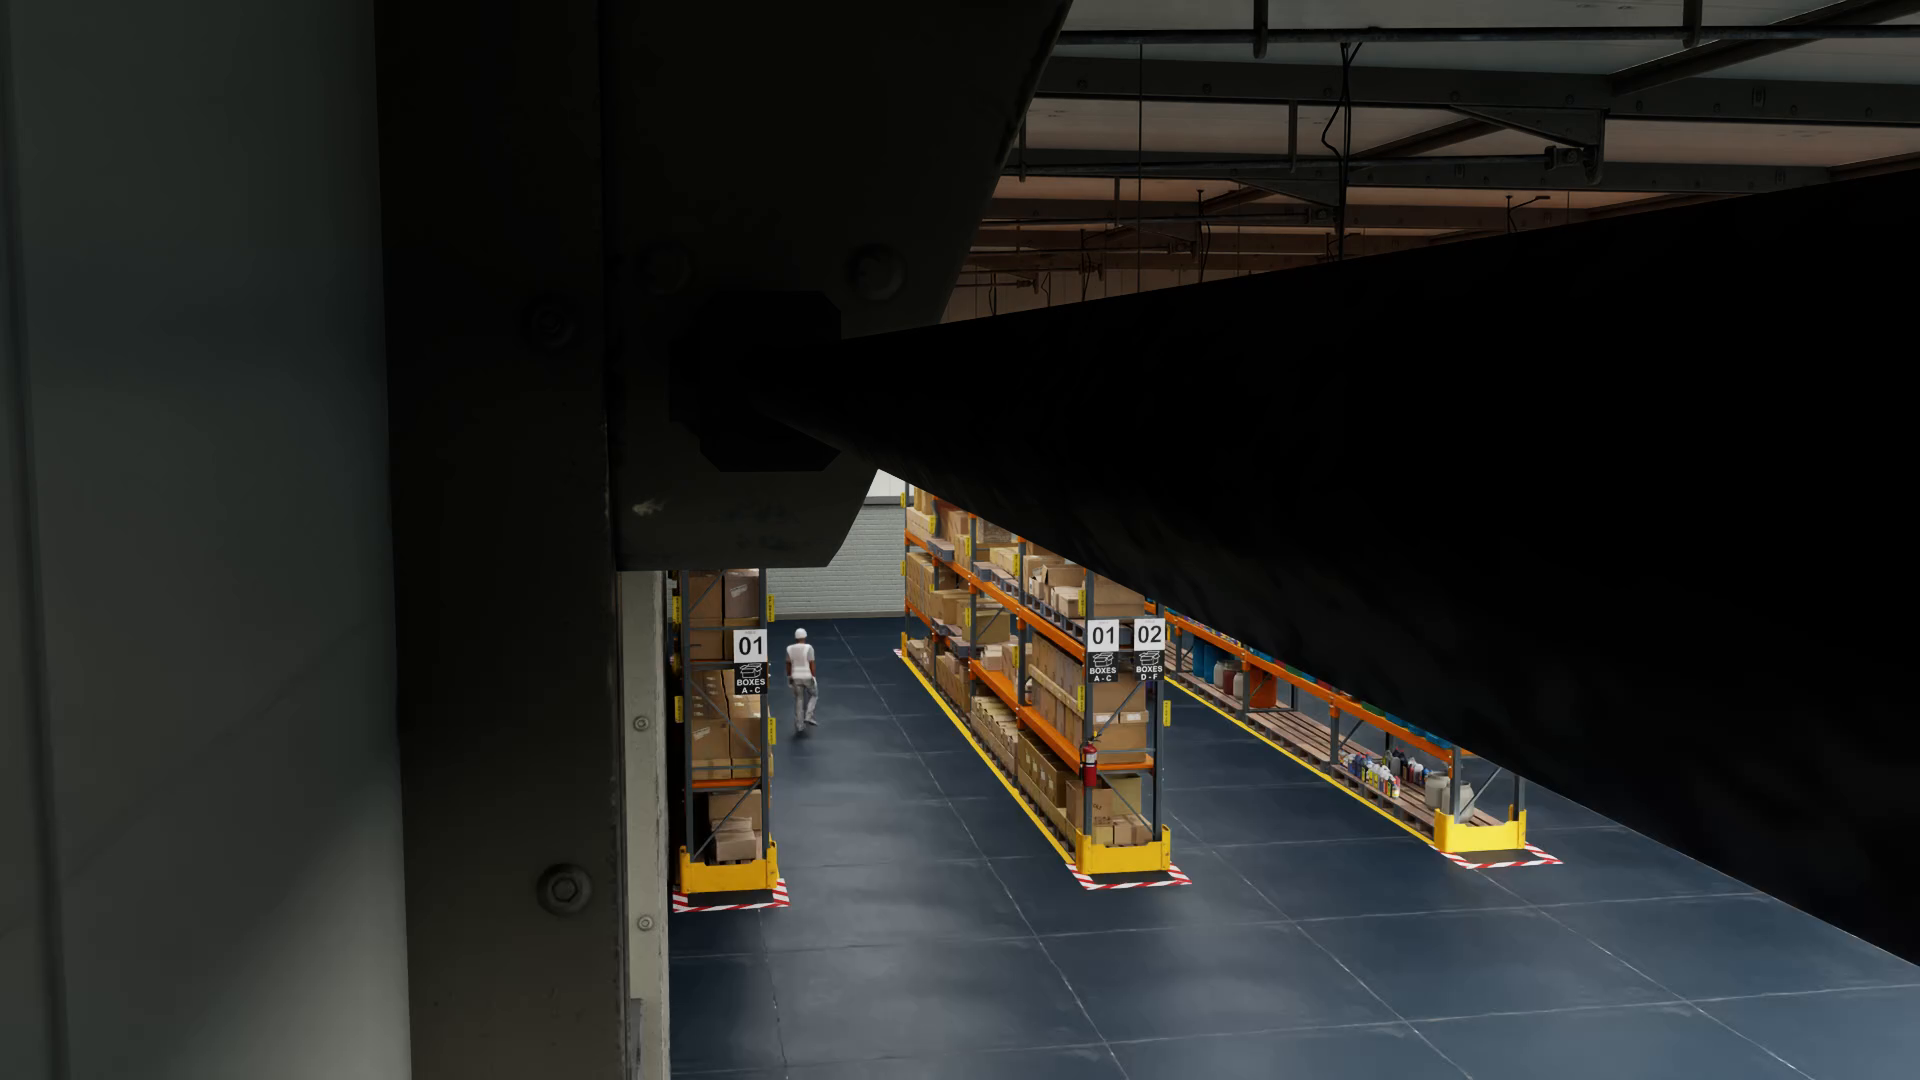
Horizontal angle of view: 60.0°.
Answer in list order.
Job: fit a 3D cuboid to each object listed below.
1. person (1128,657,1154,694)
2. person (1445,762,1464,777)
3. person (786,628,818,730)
[{"bbox_3d":[3.495,2.203,32.006,0.534,1.646,0.514,-1,6,-13],"label":"person"},{"bbox_3d":[7.744,2.827,26.012,0.515,1.713,0.668,-1,6,-13],"label":"person"},{"bbox_3d":[-2.766,2.415,29.115,0.573,1.768,0.474,1,6,8],"label":"person"}]
